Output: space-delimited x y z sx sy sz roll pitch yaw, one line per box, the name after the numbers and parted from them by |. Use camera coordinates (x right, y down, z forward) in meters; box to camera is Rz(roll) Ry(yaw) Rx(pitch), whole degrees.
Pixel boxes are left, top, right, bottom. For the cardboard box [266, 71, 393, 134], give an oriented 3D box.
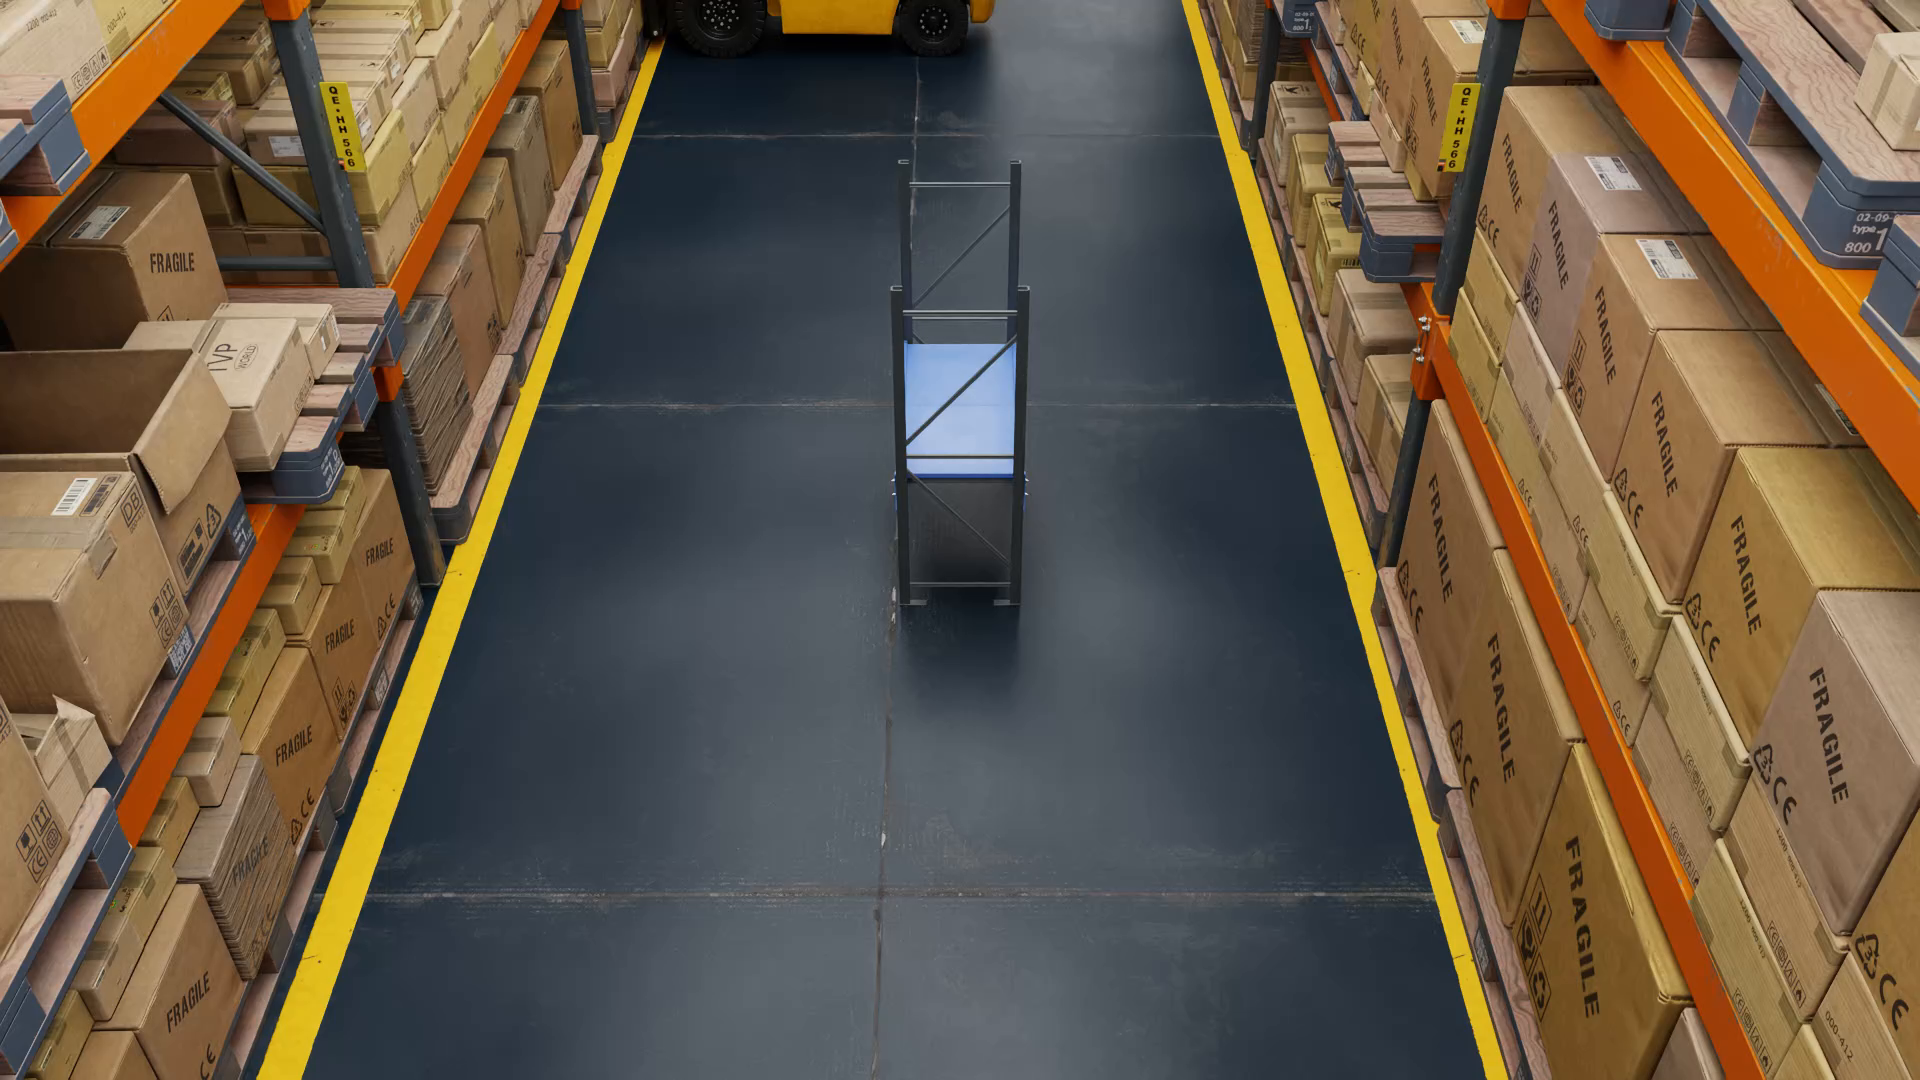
-2.395 -1.666 6.332 0.380 0.149 0.250 1 39 1 | cardboard box

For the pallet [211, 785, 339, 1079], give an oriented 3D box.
-2.726 1.308 5.449 1.003 0.211 1.213 0 39 0 | pallet

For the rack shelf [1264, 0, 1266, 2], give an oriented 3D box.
2.269 -4.485 11.023 1.077 0.370 4.000 0 39 0 | rack shelf

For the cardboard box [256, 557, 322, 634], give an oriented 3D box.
-2.447 0.195 5.753 0.380 0.149 0.250 -1 39 -2 | cardboard box

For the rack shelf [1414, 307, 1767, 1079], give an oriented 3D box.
2.278 0.518 4.781 1.077 0.370 4.000 0 39 0 | rack shelf

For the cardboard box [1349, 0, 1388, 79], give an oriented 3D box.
1.984 -2.256 7.012 0.500 0.500 0.500 -3 39 -3 | cardboard box

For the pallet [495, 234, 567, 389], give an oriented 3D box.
-2.648 -1.196 8.573 1.003 0.211 1.213 0 39 0 | pallet

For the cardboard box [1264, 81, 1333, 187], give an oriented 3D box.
2.274 -2.326 9.519 0.950 0.372 0.625 0 39 1 | cardboard box

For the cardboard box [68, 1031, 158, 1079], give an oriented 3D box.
-2.469 1.670 4.431 0.500 0.500 0.500 -1 39 -1 | cardboard box

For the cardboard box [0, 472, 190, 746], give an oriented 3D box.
-2.462 0.173 4.219 0.700 0.500 0.500 0 39 0 | cardboard box

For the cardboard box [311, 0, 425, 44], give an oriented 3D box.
-2.464 -2.148 6.933 0.380 0.149 0.250 0 39 0 | cardboard box

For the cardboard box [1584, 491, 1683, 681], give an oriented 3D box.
2.004 0.119 4.423 0.500 0.250 0.500 1 39 1 | cardboard box

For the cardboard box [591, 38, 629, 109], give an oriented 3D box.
-2.362 -2.903 10.337 0.500 0.250 0.500 0 39 0 | cardboard box

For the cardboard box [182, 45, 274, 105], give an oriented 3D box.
-2.942 -1.829 6.535 0.380 0.149 0.250 0 39 0 | cardboard box

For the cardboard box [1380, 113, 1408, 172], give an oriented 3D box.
1.922 -1.609 6.725 0.380 0.149 0.250 0 39 0 | cardboard box

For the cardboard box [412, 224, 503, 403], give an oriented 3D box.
-2.684 -1.044 7.717 0.875 0.625 0.625 1 39 1 | cardboard box

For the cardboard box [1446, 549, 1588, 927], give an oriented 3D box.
2.190 0.641 5.414 0.875 0.875 0.875 0 39 1 | cardboard box

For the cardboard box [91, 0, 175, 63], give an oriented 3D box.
-2.443 -1.485 4.425 0.500 0.250 0.500 0 39 0 | cardboard box

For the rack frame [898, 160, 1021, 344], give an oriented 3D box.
-0.001 -0.956 7.244 0.500 1.500 0.032 0 39 0 | rack frame

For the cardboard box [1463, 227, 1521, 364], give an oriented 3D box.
2.029 -0.833 5.611 0.500 0.250 0.500 0 39 0 | cardboard box

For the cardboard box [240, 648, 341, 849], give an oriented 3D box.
-2.479 0.708 5.631 0.500 0.500 0.500 2 39 2 | cardboard box

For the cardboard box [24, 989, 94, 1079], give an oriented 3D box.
-2.521 1.323 4.345 0.380 0.149 0.250 -1 39 -1 | cardboard box

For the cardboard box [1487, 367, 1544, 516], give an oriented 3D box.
2.043 -0.328 5.380 0.500 0.250 0.500 -1 39 -1 | cardboard box

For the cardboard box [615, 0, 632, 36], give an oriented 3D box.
-2.387 -3.413 10.573 0.500 0.250 0.500 0 39 0 | cardboard box

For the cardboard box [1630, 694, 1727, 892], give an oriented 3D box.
2.047 0.632 4.183 0.500 0.250 0.500 -1 39 -1 | cardboard box

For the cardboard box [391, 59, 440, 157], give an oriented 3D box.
-2.444 -1.735 6.737 0.500 0.250 0.500 1 39 1 | cardboard box

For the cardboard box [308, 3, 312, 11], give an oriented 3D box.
-3.018 -2.302 7.125 0.380 0.149 0.250 -1 39 -1 | cardboard box

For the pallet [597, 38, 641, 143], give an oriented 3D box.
-2.652 -2.918 10.723 1.003 0.211 1.213 0 39 0 | pallet

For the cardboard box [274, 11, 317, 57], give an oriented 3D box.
-2.967 -2.058 7.140 0.500 0.250 0.500 0 39 0 | cardboard box

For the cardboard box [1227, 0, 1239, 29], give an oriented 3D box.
2.000 -3.586 10.590 0.500 0.500 0.500 1 39 1 | cardboard box

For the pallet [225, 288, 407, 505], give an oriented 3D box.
-2.617 -0.509 5.640 1.213 0.211 1.003 0 39 0 | pallet

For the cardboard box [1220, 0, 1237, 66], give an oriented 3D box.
1.991 -3.309 10.843 0.500 0.250 0.500 -1 39 -1 | cardboard box

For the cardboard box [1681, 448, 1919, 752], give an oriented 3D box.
2.040 0.139 3.799 0.500 0.500 0.500 1 39 1 | cardboard box

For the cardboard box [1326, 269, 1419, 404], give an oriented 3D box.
2.276 -0.967 7.823 0.950 0.372 0.625 -1 39 -1 | cardboard box

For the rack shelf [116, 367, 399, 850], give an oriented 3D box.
-2.686 0.524 4.773 1.077 0.370 4.000 0 39 0 | rack shelf

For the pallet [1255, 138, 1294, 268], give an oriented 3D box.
2.273 -1.940 9.502 1.003 0.211 1.213 0 39 0 | pallet

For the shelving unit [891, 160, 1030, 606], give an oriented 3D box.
0.000 -0.639 6.848 0.538 1.500 1.048 0 39 0 | shelving unit

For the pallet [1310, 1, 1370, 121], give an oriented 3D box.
2.232 -2.177 7.721 1.003 0.211 1.213 0 39 0 | pallet

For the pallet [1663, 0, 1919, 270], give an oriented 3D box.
2.334 -1.009 3.862 1.003 0.211 1.213 2 39 2 | pallet

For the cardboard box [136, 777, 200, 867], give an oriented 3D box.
-2.511 0.842 4.945 0.380 0.149 0.250 0 39 0 | cardboard box

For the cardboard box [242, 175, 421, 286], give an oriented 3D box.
-2.444 -1.227 6.502 0.500 0.250 0.500 0 39 0 | cardboard box

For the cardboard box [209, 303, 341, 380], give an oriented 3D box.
-2.304 -0.663 5.544 0.380 0.149 0.250 1 39 1 | cardboard box

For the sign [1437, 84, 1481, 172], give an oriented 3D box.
1.733 -1.428 5.771 0.100 0.325 0.005 0 39 0 | sign

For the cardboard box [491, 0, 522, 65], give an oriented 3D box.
-2.454 -2.511 8.104 0.500 0.250 0.500 0 39 0 | cardboard box

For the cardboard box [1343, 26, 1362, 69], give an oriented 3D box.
1.959 -2.253 7.528 0.380 0.149 0.250 -1 39 -1 | cardboard box

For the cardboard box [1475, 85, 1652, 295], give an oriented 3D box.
2.032 -1.134 5.387 0.500 0.500 0.500 -1 39 -2 | cardboard box

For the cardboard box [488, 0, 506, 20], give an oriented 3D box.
-2.434 -2.697 7.938 0.500 0.250 0.500 1 39 1 | cardboard box

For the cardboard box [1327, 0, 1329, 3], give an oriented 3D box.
1.982 -2.741 8.137 0.380 0.149 0.250 1 39 1 | cardboard box

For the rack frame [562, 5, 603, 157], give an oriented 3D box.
-2.693 -3.509 9.230 1.000 3.000 0.127 0 39 0 | rack frame
